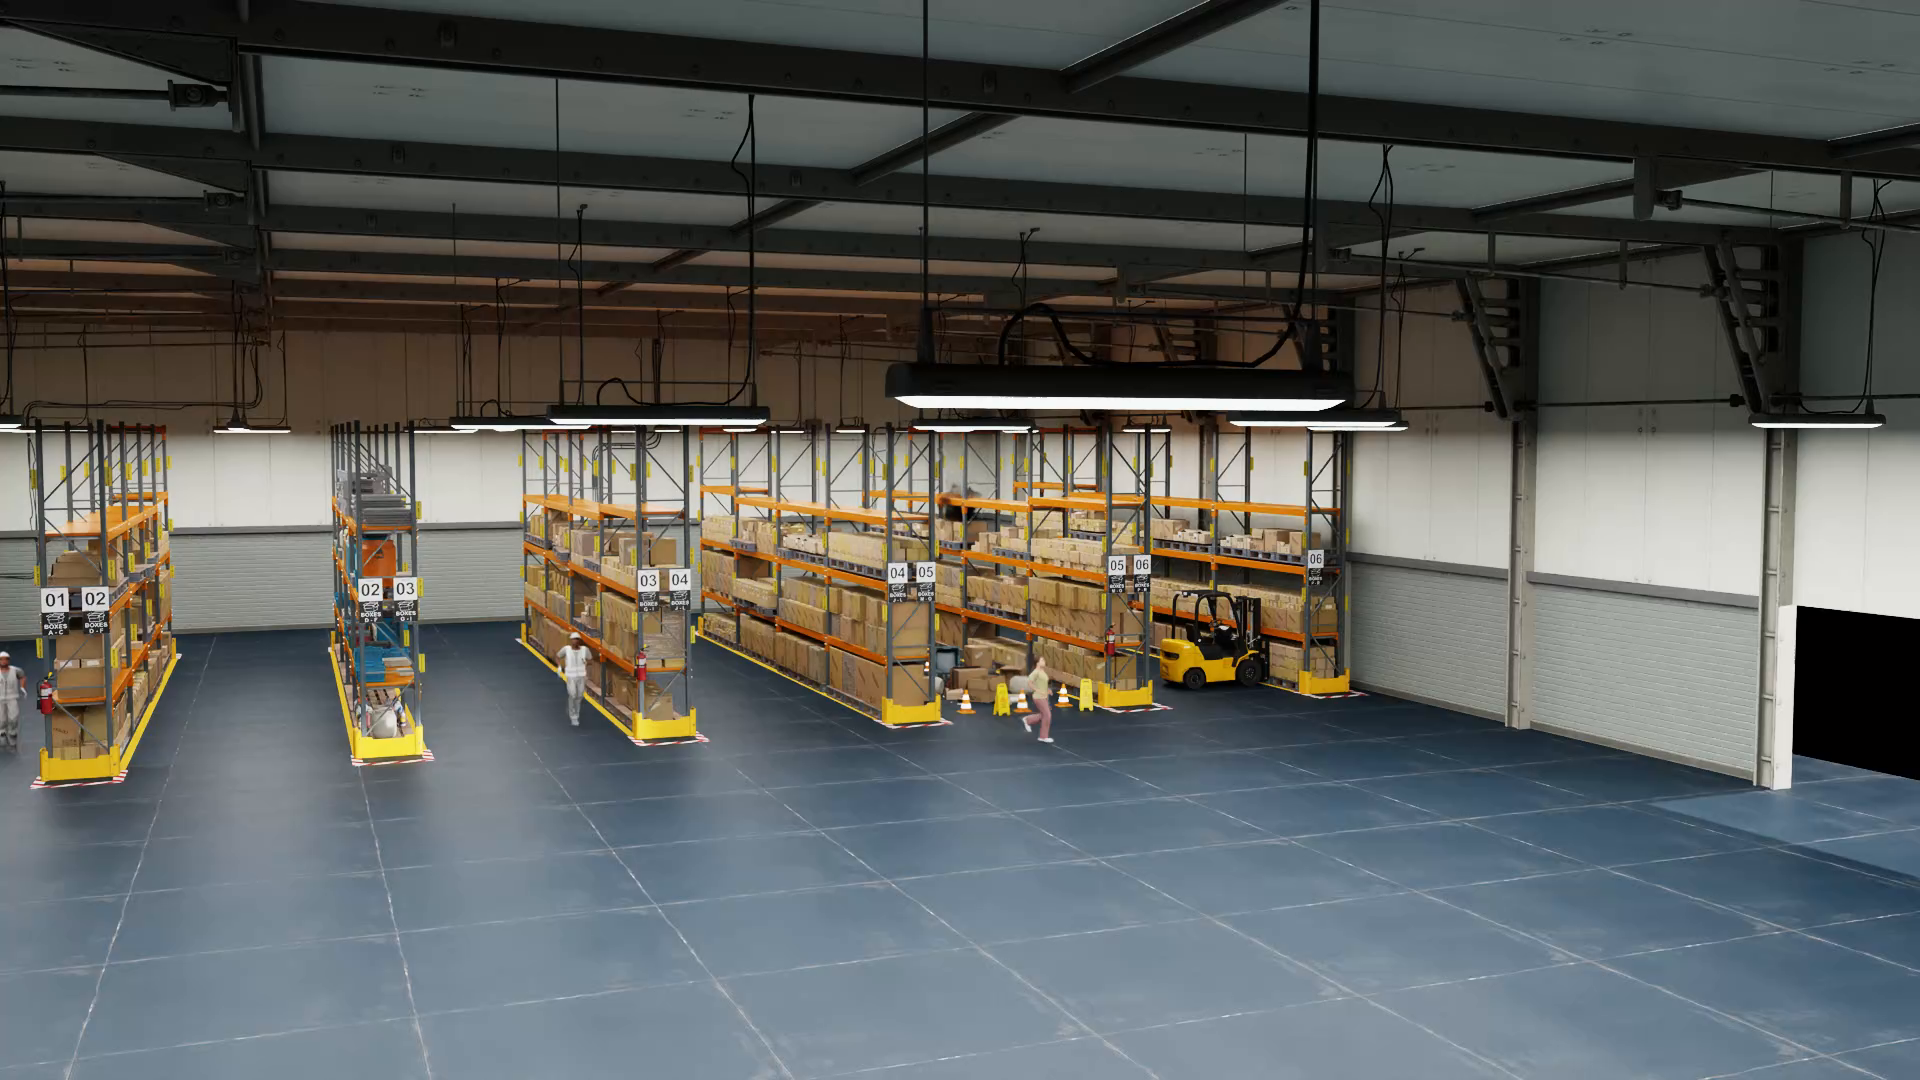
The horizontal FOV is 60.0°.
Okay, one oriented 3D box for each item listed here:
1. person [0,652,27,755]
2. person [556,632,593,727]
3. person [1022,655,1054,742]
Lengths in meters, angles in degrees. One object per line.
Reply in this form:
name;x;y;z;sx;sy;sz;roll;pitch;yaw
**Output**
person;-17.270;2.937;30.114;0.647;1.845;0.800;-2;4;-28
person;-7.668;2.751;33.146;0.666;1.840;0.810;-2;4;-29
person;1.448;2.968;31.201;0.637;1.635;0.581;1;4;21
